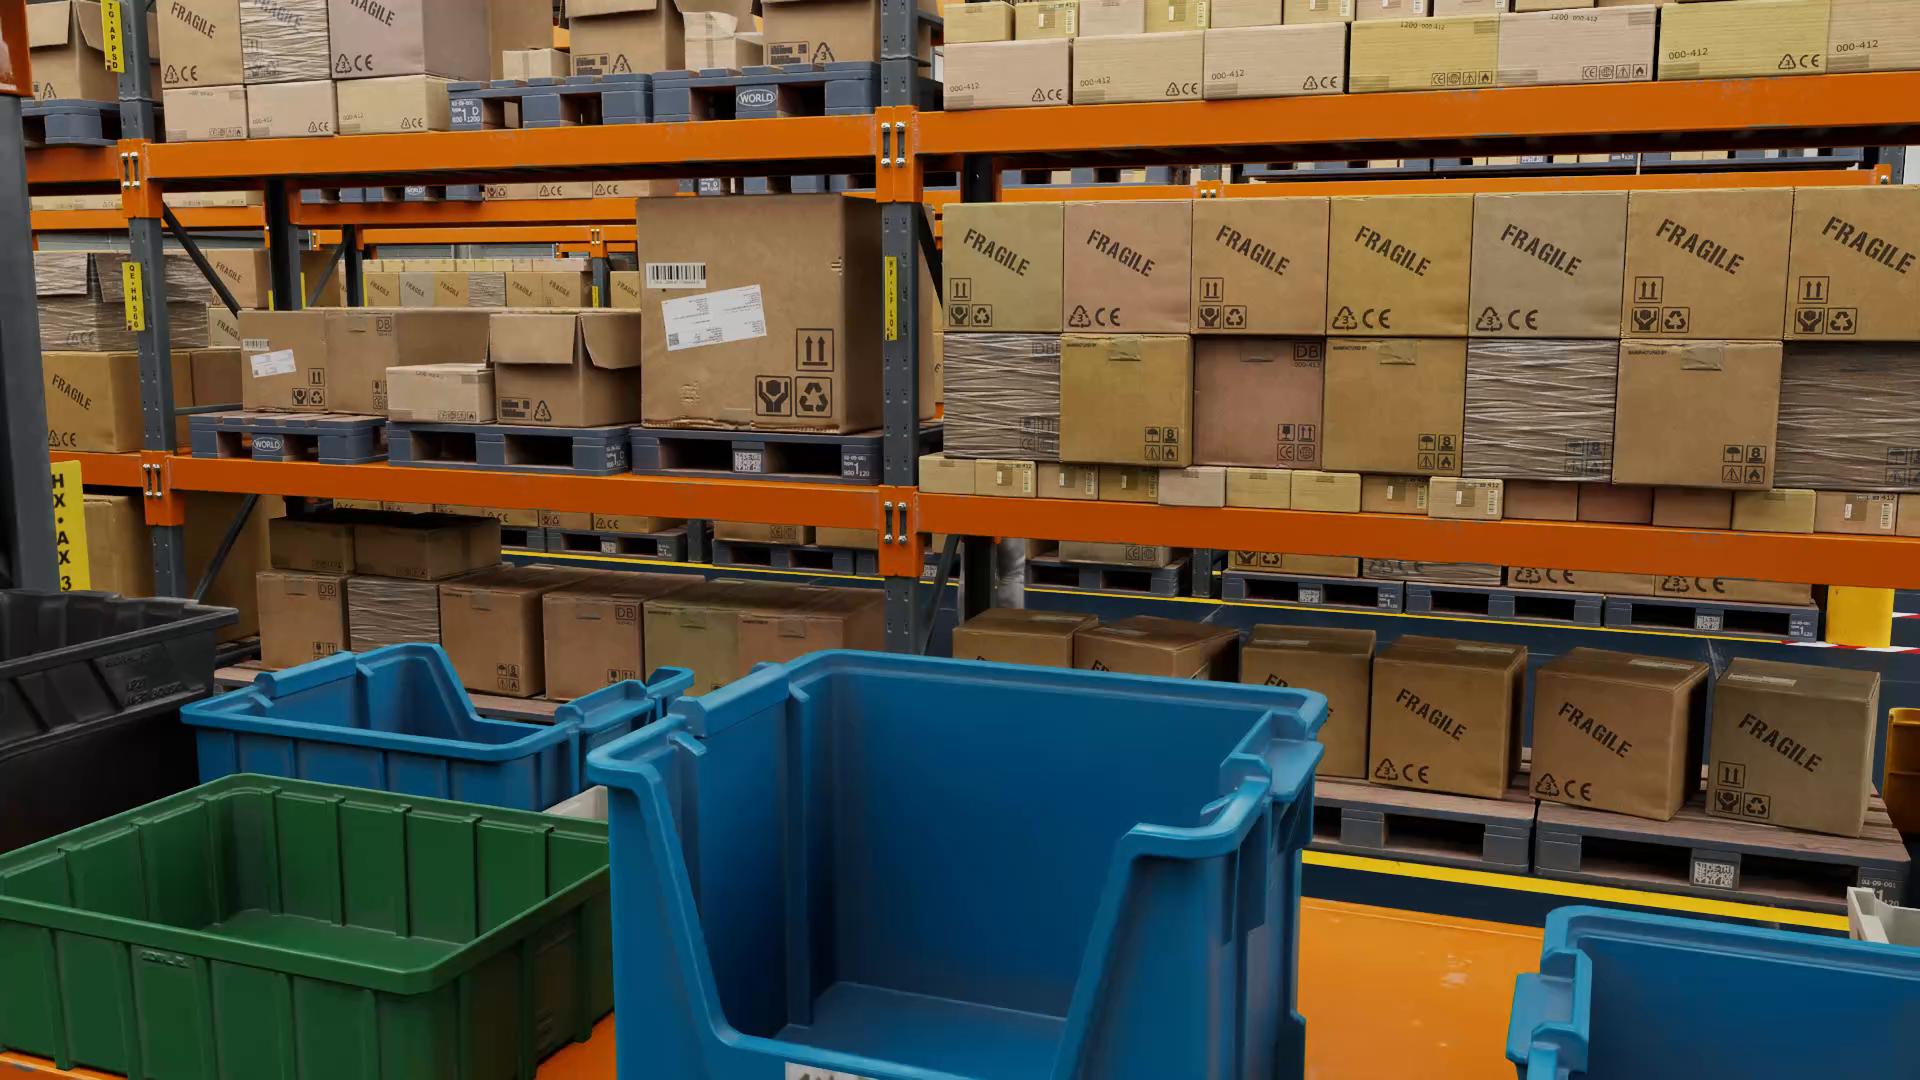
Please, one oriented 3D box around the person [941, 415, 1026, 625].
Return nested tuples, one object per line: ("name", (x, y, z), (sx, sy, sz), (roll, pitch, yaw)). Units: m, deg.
("person", (0.196, -0.211, 9.652), (0.548, 1.770, 0.541), (3, 9, 21))
